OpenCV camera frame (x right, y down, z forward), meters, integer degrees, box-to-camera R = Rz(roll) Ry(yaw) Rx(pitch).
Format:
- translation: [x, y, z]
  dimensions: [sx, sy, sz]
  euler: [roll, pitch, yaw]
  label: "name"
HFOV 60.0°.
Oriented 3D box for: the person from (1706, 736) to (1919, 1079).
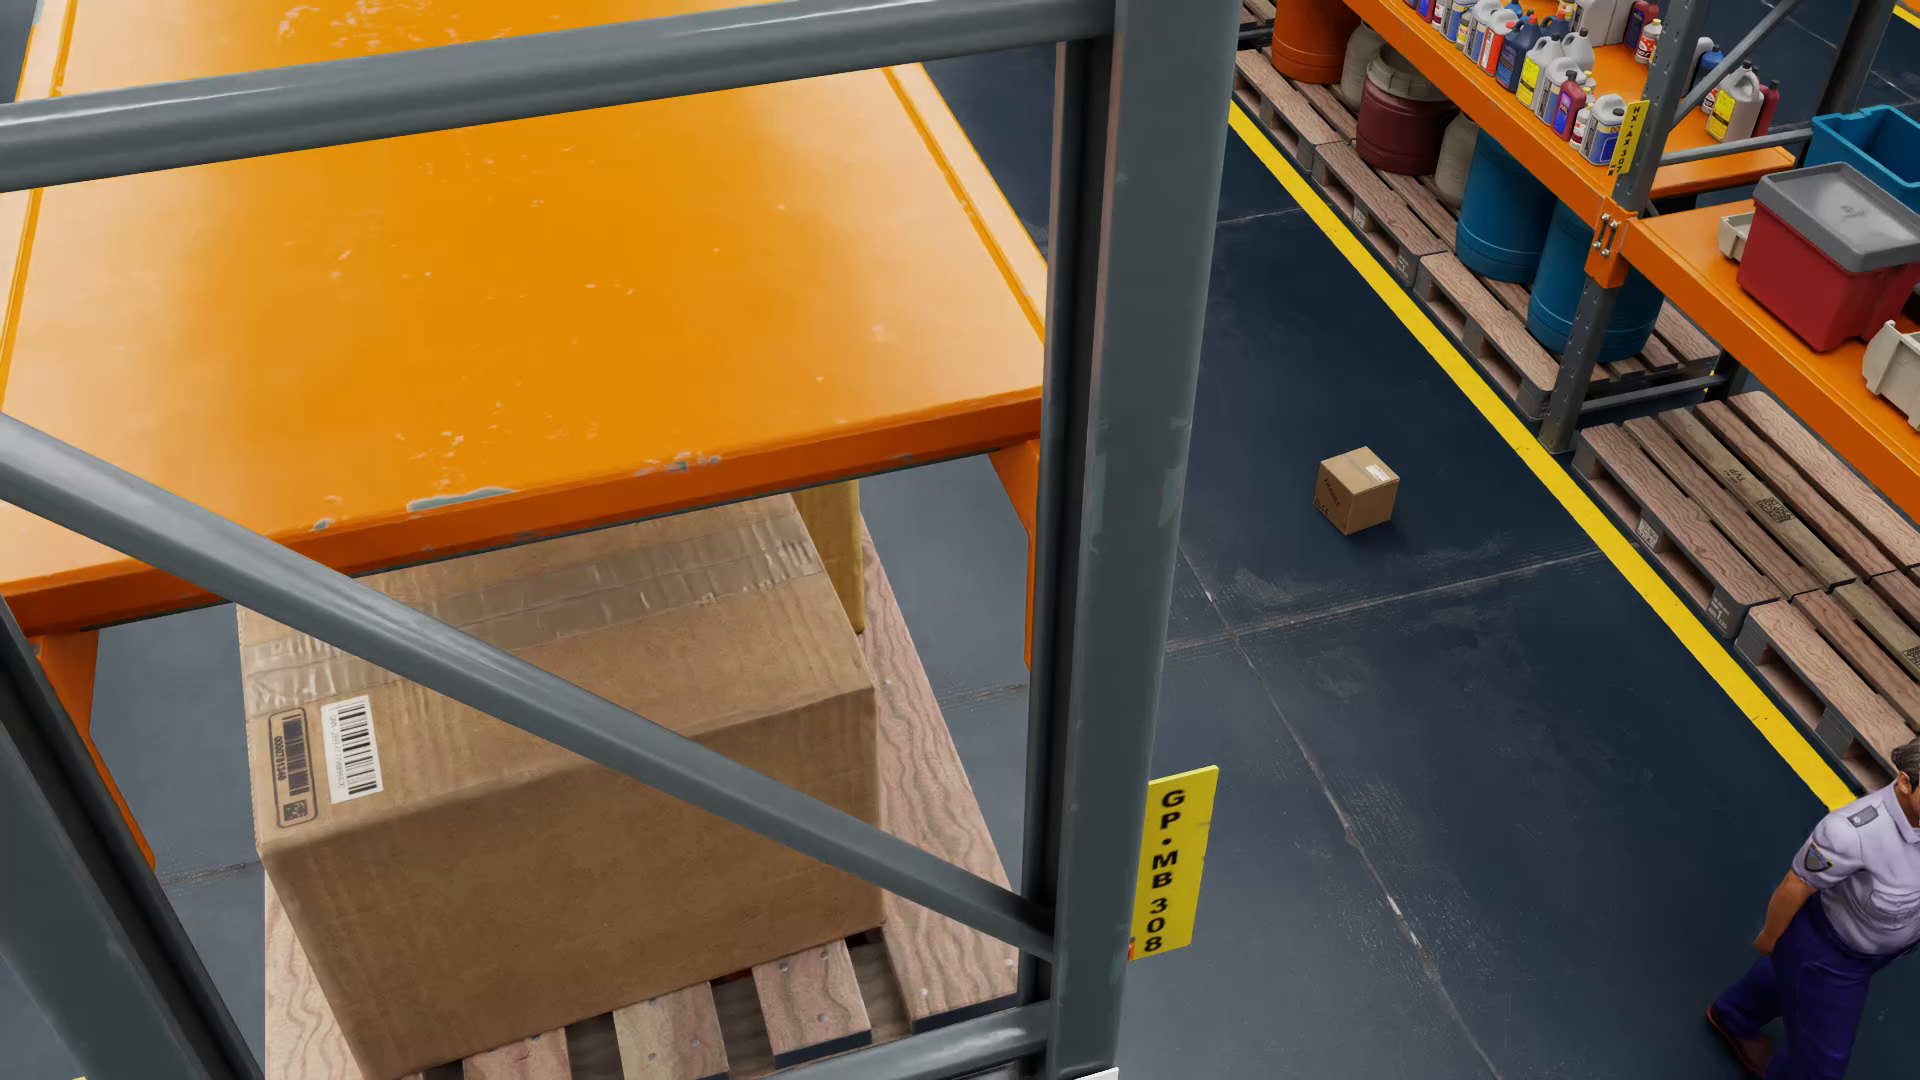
- translation: [2.630, 1.222, 4.889]
  dimensions: [0.478, 1.697, 0.601]
  euler: [-19, 46, -19]
  label: "person"
